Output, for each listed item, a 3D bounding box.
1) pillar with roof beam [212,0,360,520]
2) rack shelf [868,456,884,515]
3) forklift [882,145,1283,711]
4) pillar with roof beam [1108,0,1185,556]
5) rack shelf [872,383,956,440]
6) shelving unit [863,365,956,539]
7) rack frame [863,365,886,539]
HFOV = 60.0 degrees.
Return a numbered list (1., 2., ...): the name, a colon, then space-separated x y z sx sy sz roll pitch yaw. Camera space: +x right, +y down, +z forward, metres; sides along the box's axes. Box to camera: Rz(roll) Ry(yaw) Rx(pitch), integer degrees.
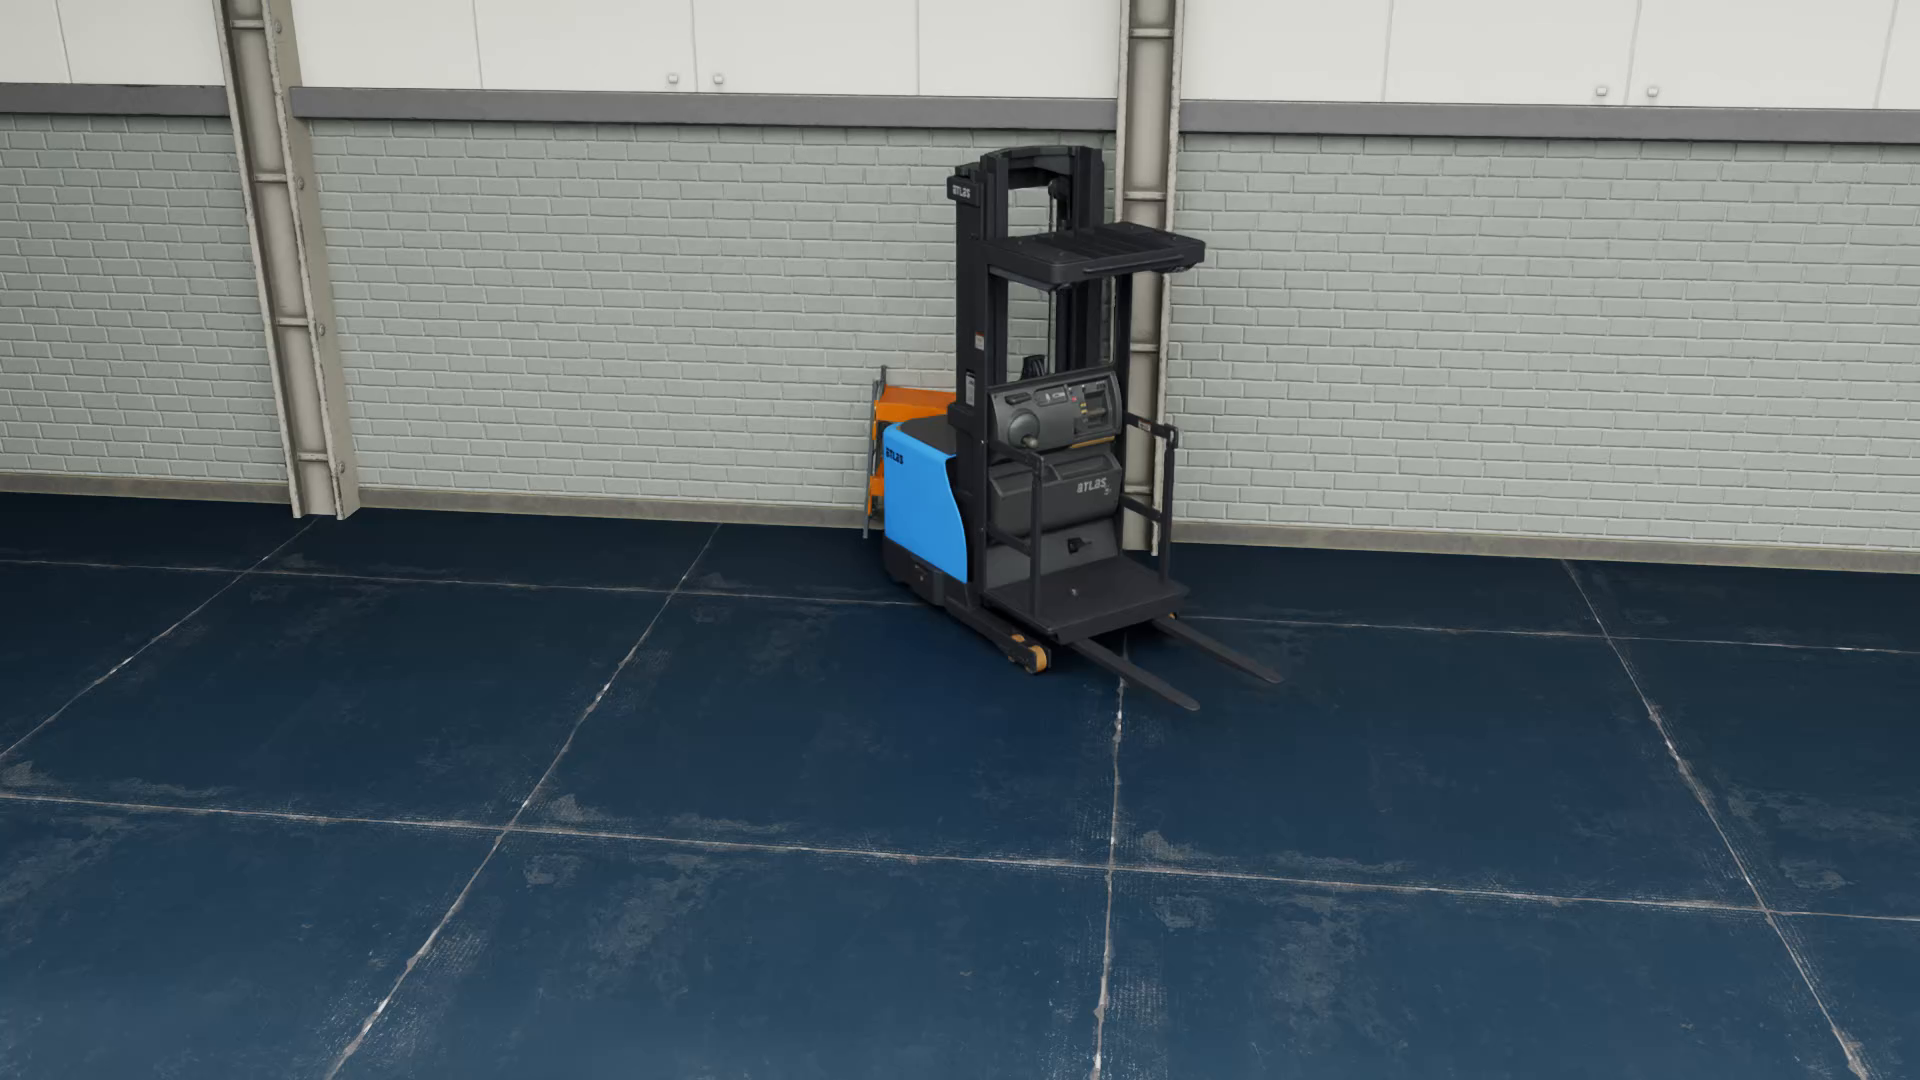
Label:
1. pillar with roof beam: -5.251 -2.828 6.852 0.400 9.000 9.100 2 22 6
2. rack shelf: -0.111 -0.339 11.684 1.000 0.278 0.538 6 19 3
3. forklift: 0.708 -0.765 9.888 1.130 2.935 3.031 -14 25 -31
4. pillar with roof beam: 0.707 -2.568 6.196 0.400 9.000 9.100 2 22 6
5. rack shelf: -0.069 -0.847 11.513 1.000 0.278 0.538 6 19 3
6. shelving unit: -0.092 -0.570 11.606 1.048 1.125 0.538 6 19 3
7. rack frame: -0.597 -0.621 11.633 0.032 1.125 0.500 6 19 3
